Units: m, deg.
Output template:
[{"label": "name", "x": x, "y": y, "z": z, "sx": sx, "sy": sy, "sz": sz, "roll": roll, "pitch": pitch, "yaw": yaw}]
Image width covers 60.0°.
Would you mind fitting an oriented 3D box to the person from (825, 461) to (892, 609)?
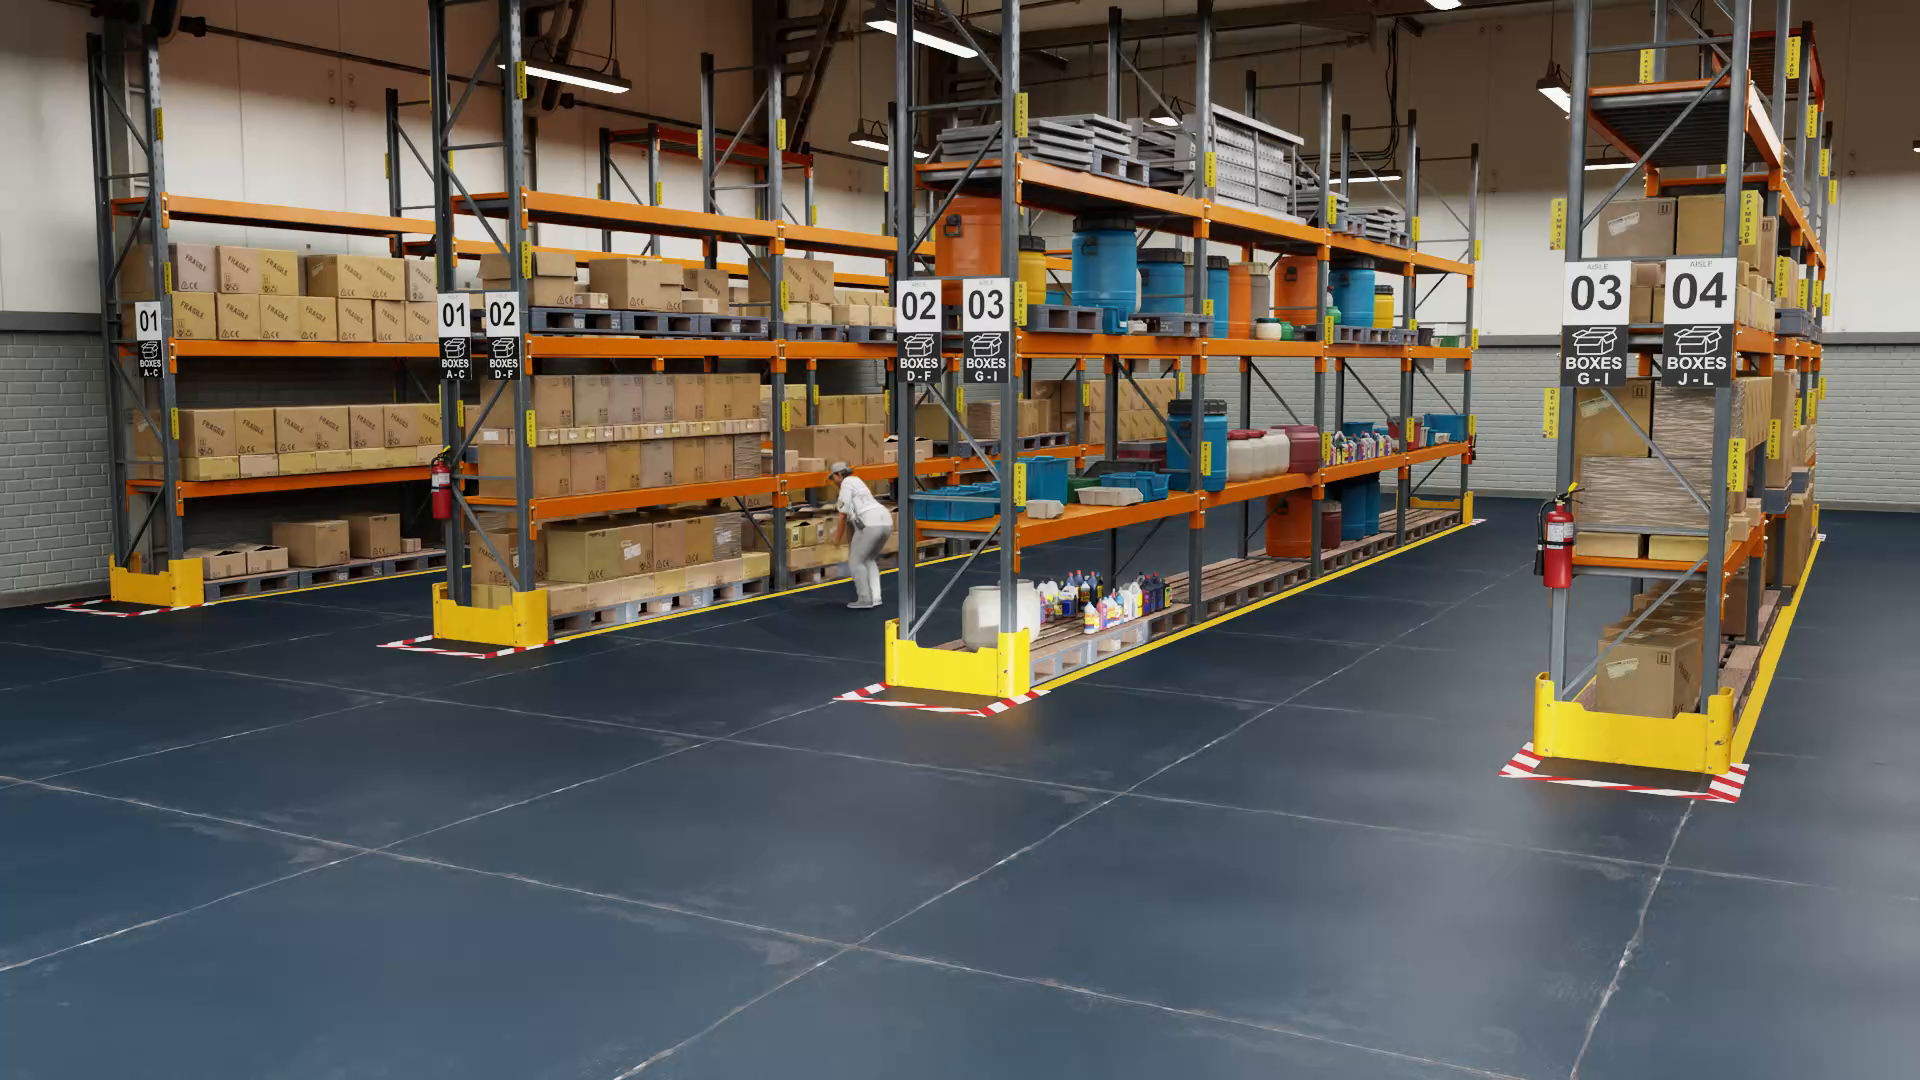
[{"label": "person", "x": -1.090, "y": -0.059, "z": 17.568, "sx": 0.708, "sy": 1.536, "sz": 0.439, "roll": 3, "pitch": 7, "yaw": 27}]
